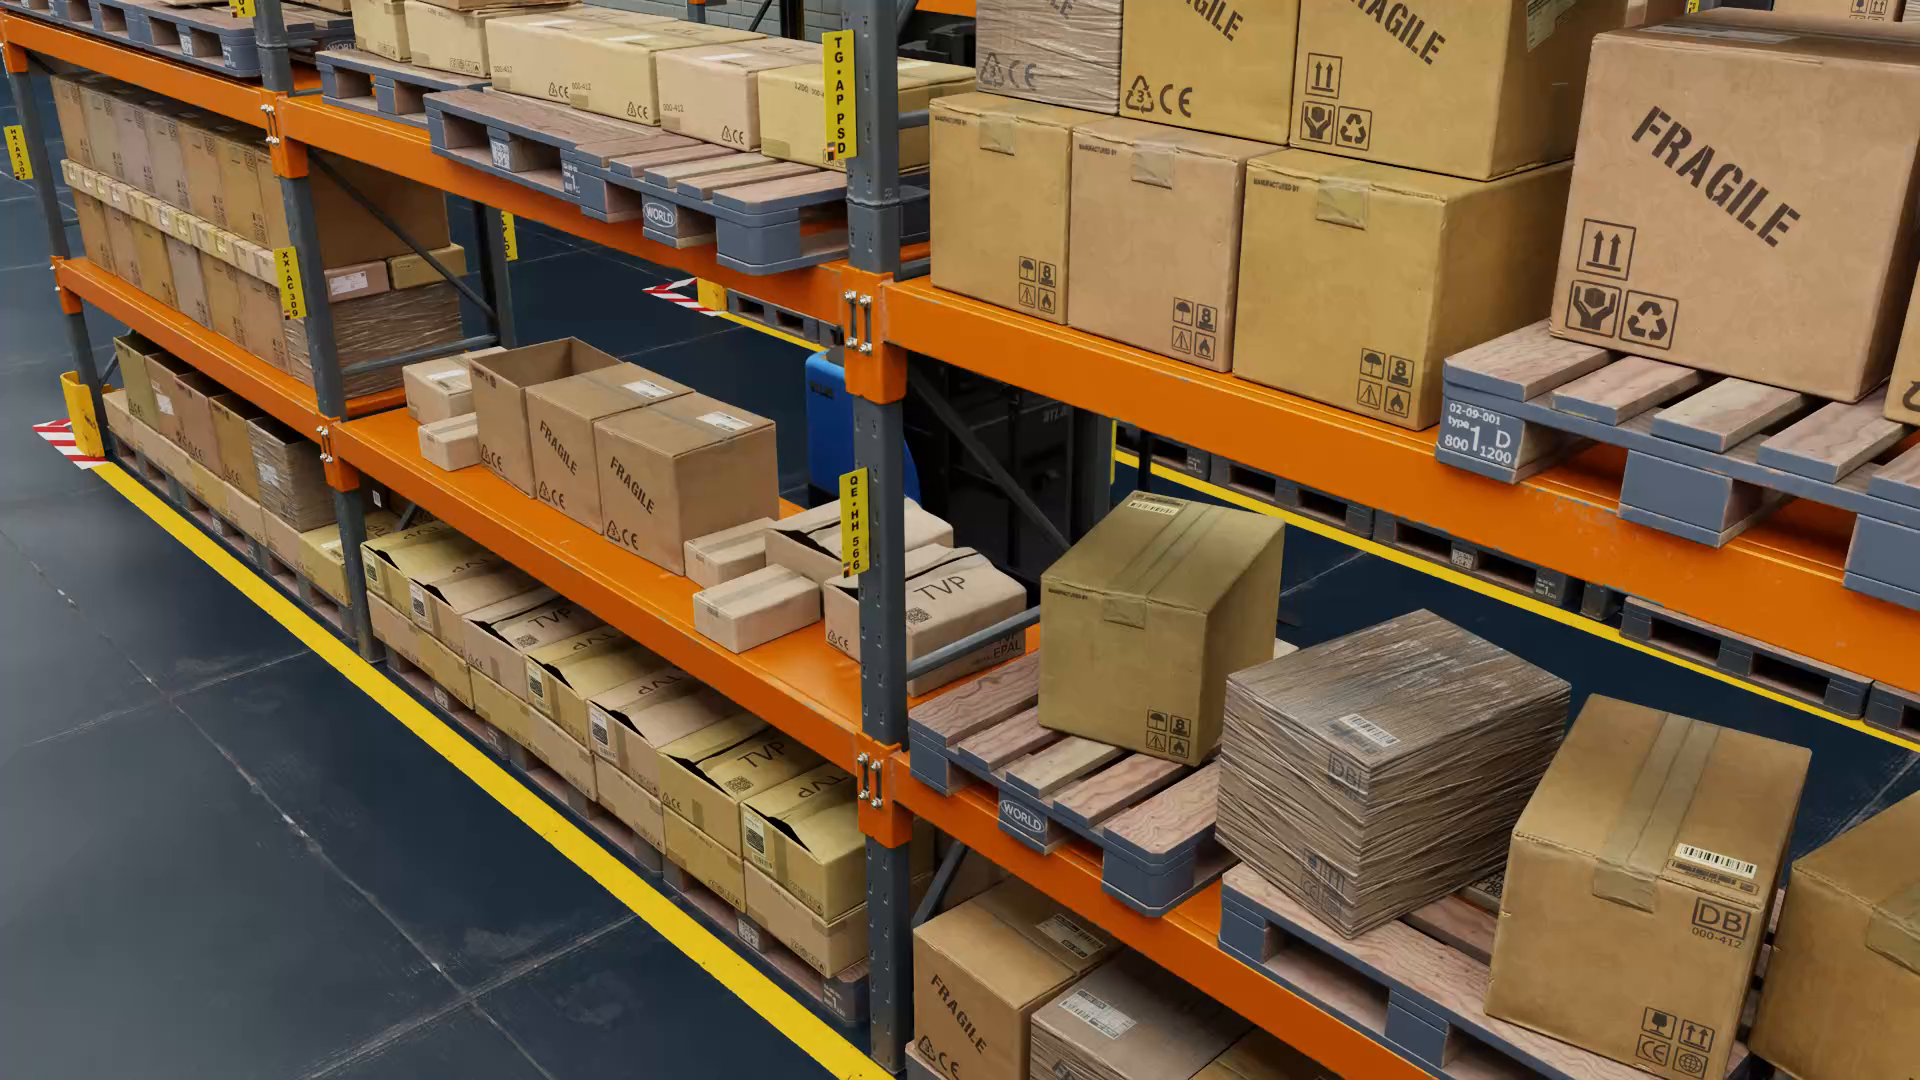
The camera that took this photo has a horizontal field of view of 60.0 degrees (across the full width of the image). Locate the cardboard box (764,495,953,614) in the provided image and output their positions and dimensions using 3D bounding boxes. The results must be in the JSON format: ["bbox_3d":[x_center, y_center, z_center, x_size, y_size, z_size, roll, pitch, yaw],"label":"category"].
[{"bbox_3d":[-0.374,0.035,6.167,0.500,0.311,0.500,-22,32,-39],"label":"cardboard box"}]

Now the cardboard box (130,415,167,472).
[{"bbox_3d":[-4.823,-0.668,10.407,0.500,0.250,0.500,-21,32,-38],"label":"cardboard box"}]

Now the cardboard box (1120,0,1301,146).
[{"bbox_3d":[0.738,-1.257,3.951,0.500,0.500,0.500,-21,32,-38],"label":"cardboard box"}]

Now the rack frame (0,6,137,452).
[{"bbox_3d":[-5.372,-2.104,10.747,1.000,3.000,0.127,-21,32,-38],"label":"rack frame"}]

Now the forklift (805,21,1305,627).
[{"bbox_3d":[0.463,-1.090,8.609,1.130,2.935,3.031,-21,32,-38],"label":"forklift"}]

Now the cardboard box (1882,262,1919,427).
[{"bbox_3d":[2.066,-0.484,2.837,0.600,0.600,0.600,-22,32,-39],"label":"cardboard box"}]

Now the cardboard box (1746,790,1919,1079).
[{"bbox_3d":[2.153,0.898,3.541,0.700,0.500,0.500,-16,29,-31],"label":"cardboard box"}]

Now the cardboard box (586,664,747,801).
[{"bbox_3d":[-1.145,0.727,6.674,0.500,0.311,0.500,-21,32,-39],"label":"cardboard box"}]

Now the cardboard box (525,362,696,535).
[{"bbox_3d":[-1.422,-0.389,6.868,0.500,0.500,0.500,-21,32,-38],"label":"cardboard box"}]

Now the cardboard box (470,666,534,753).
[{"bbox_3d":[-1.838,0.672,7.470,0.500,0.250,0.500,-22,33,-40],"label":"cardboard box"}]

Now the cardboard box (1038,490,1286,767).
[{"bbox_3d":[0.609,0.242,4.978,0.500,0.500,0.700,12,27,25],"label":"cardboard box"}]

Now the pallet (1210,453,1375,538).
[{"bbox_3d":[2.347,-0.424,10.426,1.003,0.211,1.213,-21,32,-38],"label":"pallet"}]

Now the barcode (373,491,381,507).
[{"bbox_3d":[-2.767,-0.196,7.891,0.001,0.075,0.075,-21,32,-38],"label":"barcode"}]

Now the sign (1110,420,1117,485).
[{"bbox_3d":[0.486,-0.328,5.554,0.100,0.325,0.005,-21,32,-38],"label":"sign"}]

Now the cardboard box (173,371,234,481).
[{"bbox_3d":[-4.144,-0.704,9.583,0.500,0.500,0.500,-21,32,-38],"label":"cardboard box"}]

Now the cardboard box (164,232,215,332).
[{"bbox_3d":[-4.002,-1.536,9.382,0.700,0.500,0.500,-20,31,-37],"label":"cardboard box"}]

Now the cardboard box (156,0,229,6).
[{"bbox_3d":[-3.662,-2.685,8.035,0.380,0.149,0.250,-21,32,-38],"label":"cardboard box"}]

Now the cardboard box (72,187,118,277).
[{"bbox_3d":[-5.062,-2.004,10.409,0.700,0.500,0.500,-21,32,-38],"label":"cardboard box"}]

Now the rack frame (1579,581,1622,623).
[{"bbox_3d":[3.710,-1.086,8.517,1.000,3.000,0.127,-21,32,-38],"label":"rack frame"}]

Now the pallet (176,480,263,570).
[{"bbox_3d":[-3.989,-0.246,10.034,1.003,0.211,1.213,-21,32,-38],"label":"pallet"}]

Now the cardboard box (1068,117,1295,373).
[{"bbox_3d":[0.768,-0.813,4.184,0.910,0.500,0.500,-21,32,-38],"label":"cardboard box"}]

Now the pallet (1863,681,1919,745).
[{"bbox_3d":[5.023,0.812,7.716,1.003,0.211,1.213,-21,32,-38],"label":"pallet"}]

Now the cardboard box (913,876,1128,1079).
[{"bbox_3d":[0.199,1.476,5.382,0.500,0.500,0.500,-20,31,-36],"label":"cardboard box"}]

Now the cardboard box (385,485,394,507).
[{"bbox_3d":[-3.074,-0.552,9.249,0.500,0.500,0.500,-21,32,-38],"label":"cardboard box"}]

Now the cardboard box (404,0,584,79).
[{"bbox_3d":[-1.846,-2.024,6.634,0.500,0.250,0.500,20,31,37],"label":"cardboard box"}]

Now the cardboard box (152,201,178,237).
[{"bbox_3d":[-4.211,-1.798,9.176,0.380,0.149,0.250,-21,32,-38],"label":"cardboard box"}]

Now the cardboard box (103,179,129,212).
[{"bbox_3d":[-4.738,-2.032,9.688,0.380,0.149,0.250,-22,32,-39],"label":"cardboard box"}]

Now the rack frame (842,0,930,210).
[{"bbox_3d":[0.096,-2.409,4.189,1.000,3.000,0.127,-21,32,-38],"label":"rack frame"}]

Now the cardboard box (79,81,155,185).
[{"bbox_3d":[-4.662,-2.421,9.758,0.700,0.500,0.500,-22,33,-40],"label":"cardboard box"}]

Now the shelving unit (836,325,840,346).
[{"bbox_3d":[-0.583,-0.814,10.089,0.258,1.200,0.189,-21,32,-38],"label":"shelving unit"}]

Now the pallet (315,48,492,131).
[{"bbox_3d":[-2.025,-1.906,6.930,1.217,0.209,0.805,22,33,40],"label":"pallet"}]

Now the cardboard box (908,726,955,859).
[{"bbox_3d":[-0.047,0.883,6.332,0.500,0.311,0.500,-20,31,-37],"label":"cardboard box"}]

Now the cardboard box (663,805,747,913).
[{"bbox_3d":[-0.796,1.135,6.456,0.500,0.250,0.500,-22,32,-39],"label":"cardboard box"}]

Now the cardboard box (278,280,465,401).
[{"bbox_3d":[-2.946,-1.070,8.361,0.700,0.500,0.500,-22,33,-40],"label":"cardboard box"}]

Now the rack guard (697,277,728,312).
[{"bbox_3d":[-1.706,-2.350,14.299,1.175,0.500,0.348,-21,32,-38],"label":"rack guard"}]

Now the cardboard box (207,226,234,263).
[{"bbox_3d":[-3.674,-1.563,8.660,0.380,0.149,0.250,-21,32,-39],"label":"cardboard box"}]

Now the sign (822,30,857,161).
[{"bbox_3d":[-0.315,-1.161,4.349,0.100,0.325,0.005,-21,32,-38],"label":"sign"}]

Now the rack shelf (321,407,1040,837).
[{"bbox_3d":[-1.271,0.041,6.912,1.077,0.370,4.000,-21,32,-38],"label":"rack shelf"}]

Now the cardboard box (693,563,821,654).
[{"bbox_3d":[-0.720,0.240,5.912,0.380,0.149,0.250,-21,32,-38],"label":"cardboard box"}]

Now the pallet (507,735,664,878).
[{"bbox_3d":[-1.268,0.959,7.394,1.003,0.211,1.213,-21,32,-38],"label":"pallet"}]

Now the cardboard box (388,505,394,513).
[{"bbox_3d":[-3.071,-0.211,9.406,0.500,0.250,0.500,-21,32,-38],"label":"cardboard box"}]

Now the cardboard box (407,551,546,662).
[{"bbox_3d":[-2.199,0.262,7.693,0.500,0.311,0.500,-22,32,-39],"label":"cardboard box"}]

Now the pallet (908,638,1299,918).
[{"bbox_3d":[0.611,0.593,5.068,1.213,0.211,1.003,-21,32,-38],"label":"pallet"}]

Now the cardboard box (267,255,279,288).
[{"bbox_3d":[-3.148,-1.330,8.148,0.380,0.149,0.250,-22,33,-39],"label":"cardboard box"}]

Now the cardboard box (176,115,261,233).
[{"bbox_3d":[-3.634,-1.965,8.760,0.700,0.500,0.500,-21,32,-38],"label":"cardboard box"}]

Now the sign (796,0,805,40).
[{"bbox_3d":[-1.339,-4.332,13.856,0.100,0.325,0.005,-21,32,-38],"label":"sign"}]

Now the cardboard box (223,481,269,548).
[{"bbox_3d":[-3.801,-0.212,9.408,0.500,0.250,0.500,-21,32,-38],"label":"cardboard box"}]

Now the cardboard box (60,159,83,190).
[{"bbox_3d":[-5.261,-2.264,10.198,0.380,0.149,0.250,-22,32,-39],"label":"cardboard box"}]

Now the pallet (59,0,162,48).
[{"bbox_3d":[-4.069,-2.837,8.847,1.003,0.211,1.213,-21,32,-38],"label":"pallet"}]

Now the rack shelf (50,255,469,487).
[{"bbox_3d":[-4.005,-1.171,9.569,1.077,0.370,4.000,-21,32,-38],"label":"rack shelf"}]

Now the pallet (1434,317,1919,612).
[{"bbox_3d":[1.725,-0.278,3.358,1.213,0.211,1.003,-21,32,-38],"label":"pallet"}]

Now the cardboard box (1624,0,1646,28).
[{"bbox_3d":[3.020,-2.561,8.219,0.500,0.311,0.500,-21,32,-38],"label":"cardboard box"}]

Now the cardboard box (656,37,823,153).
[{"bbox_3d":[-0.626,-1.443,5.359,0.500,0.250,0.500,-20,31,-37],"label":"cardboard box"}]
